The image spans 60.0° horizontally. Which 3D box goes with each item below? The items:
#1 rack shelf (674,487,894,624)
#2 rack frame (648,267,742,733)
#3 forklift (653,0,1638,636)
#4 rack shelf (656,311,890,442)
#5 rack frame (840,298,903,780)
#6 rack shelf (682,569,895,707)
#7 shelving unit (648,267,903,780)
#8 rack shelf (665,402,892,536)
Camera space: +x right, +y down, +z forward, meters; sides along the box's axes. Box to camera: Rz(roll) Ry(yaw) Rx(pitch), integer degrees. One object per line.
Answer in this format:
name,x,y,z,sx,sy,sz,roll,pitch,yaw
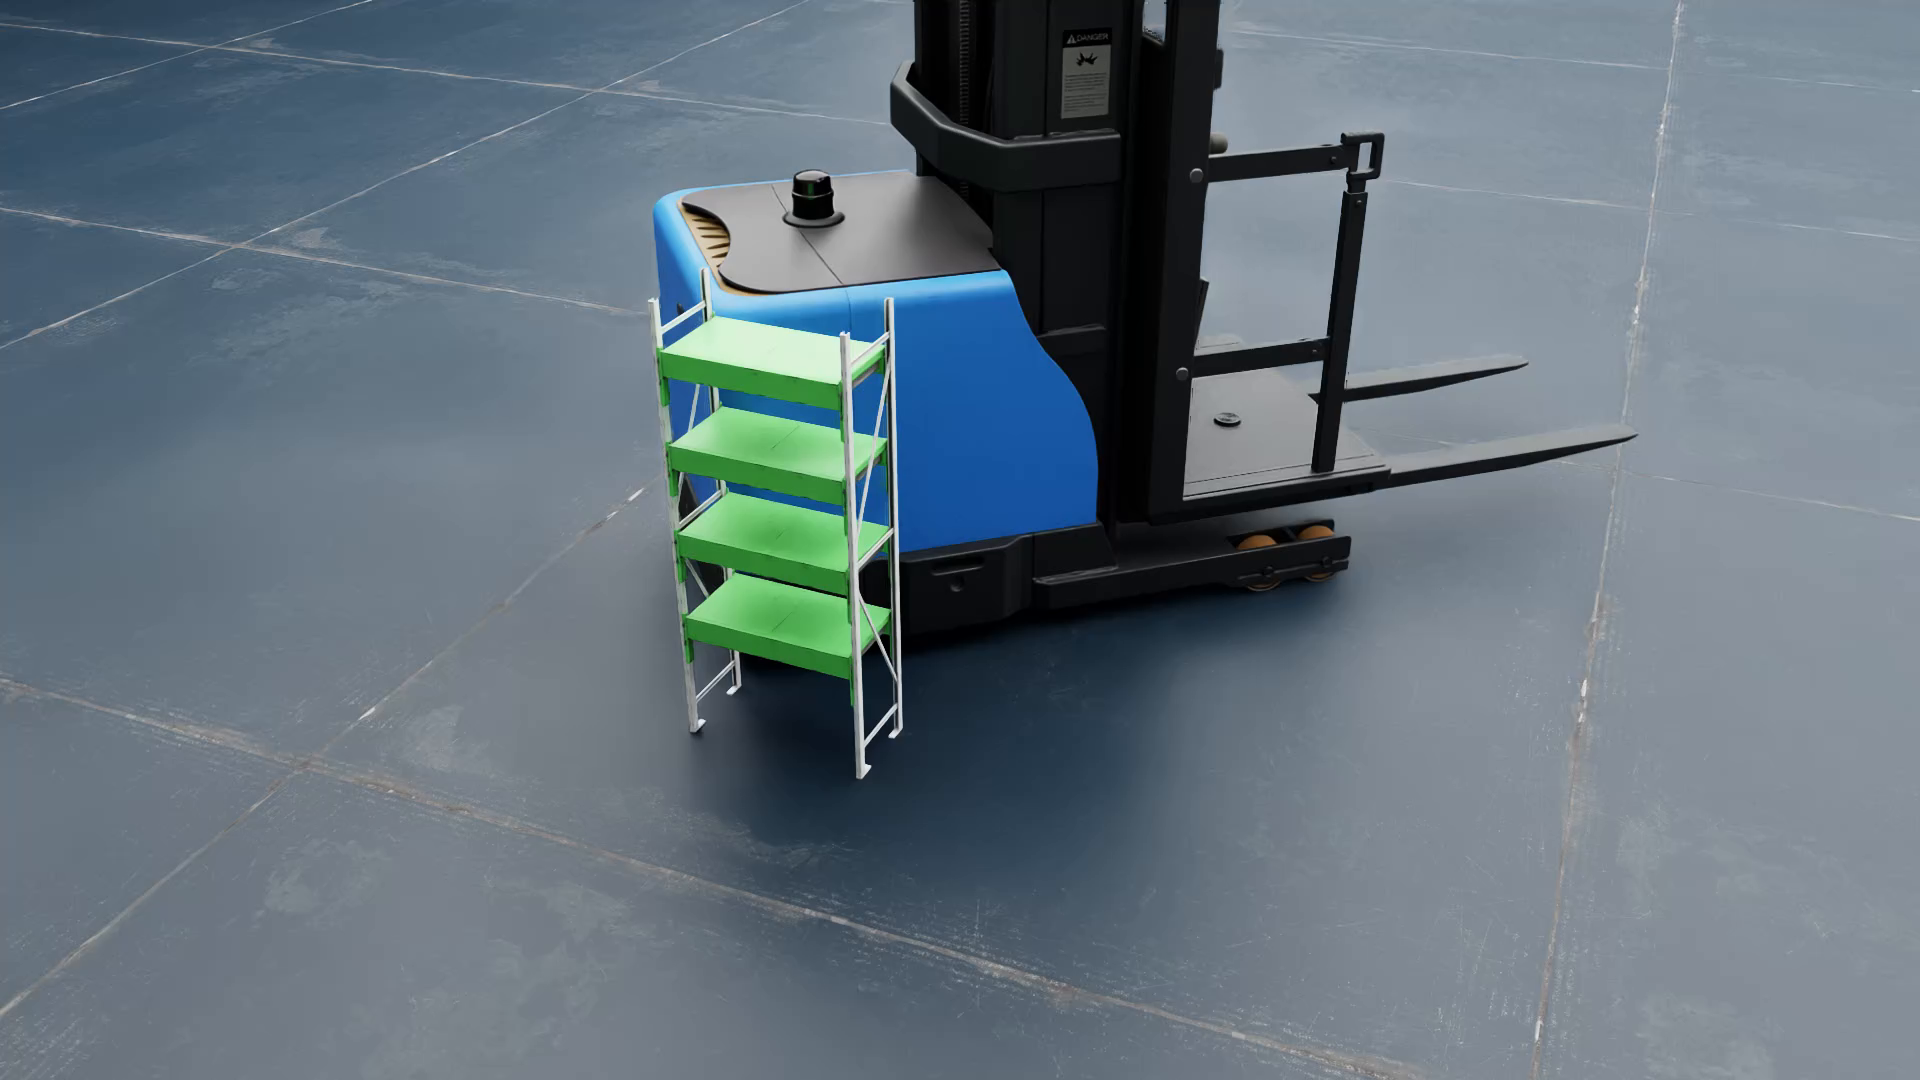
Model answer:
rack shelf,-0.429,0.032,4.104,0.480,0.148,0.258,12,32,21
rack frame,-0.653,-0.072,4.158,0.015,1.200,0.240,12,32,21
forklift,0.663,-1.360,4.678,3.031,2.935,1.130,-9,31,-15
rack shelf,-0.429,-0.386,3.867,0.480,0.148,0.258,12,32,21
rack frame,-0.206,0.025,3.986,0.015,1.200,0.240,12,32,21
rack shelf,-0.429,0.241,4.222,0.480,0.148,0.258,12,32,21
shelving unit,-0.429,-0.023,4.072,0.503,1.200,0.258,12,32,21
rack shelf,-0.429,-0.177,3.986,0.480,0.148,0.258,12,32,21
